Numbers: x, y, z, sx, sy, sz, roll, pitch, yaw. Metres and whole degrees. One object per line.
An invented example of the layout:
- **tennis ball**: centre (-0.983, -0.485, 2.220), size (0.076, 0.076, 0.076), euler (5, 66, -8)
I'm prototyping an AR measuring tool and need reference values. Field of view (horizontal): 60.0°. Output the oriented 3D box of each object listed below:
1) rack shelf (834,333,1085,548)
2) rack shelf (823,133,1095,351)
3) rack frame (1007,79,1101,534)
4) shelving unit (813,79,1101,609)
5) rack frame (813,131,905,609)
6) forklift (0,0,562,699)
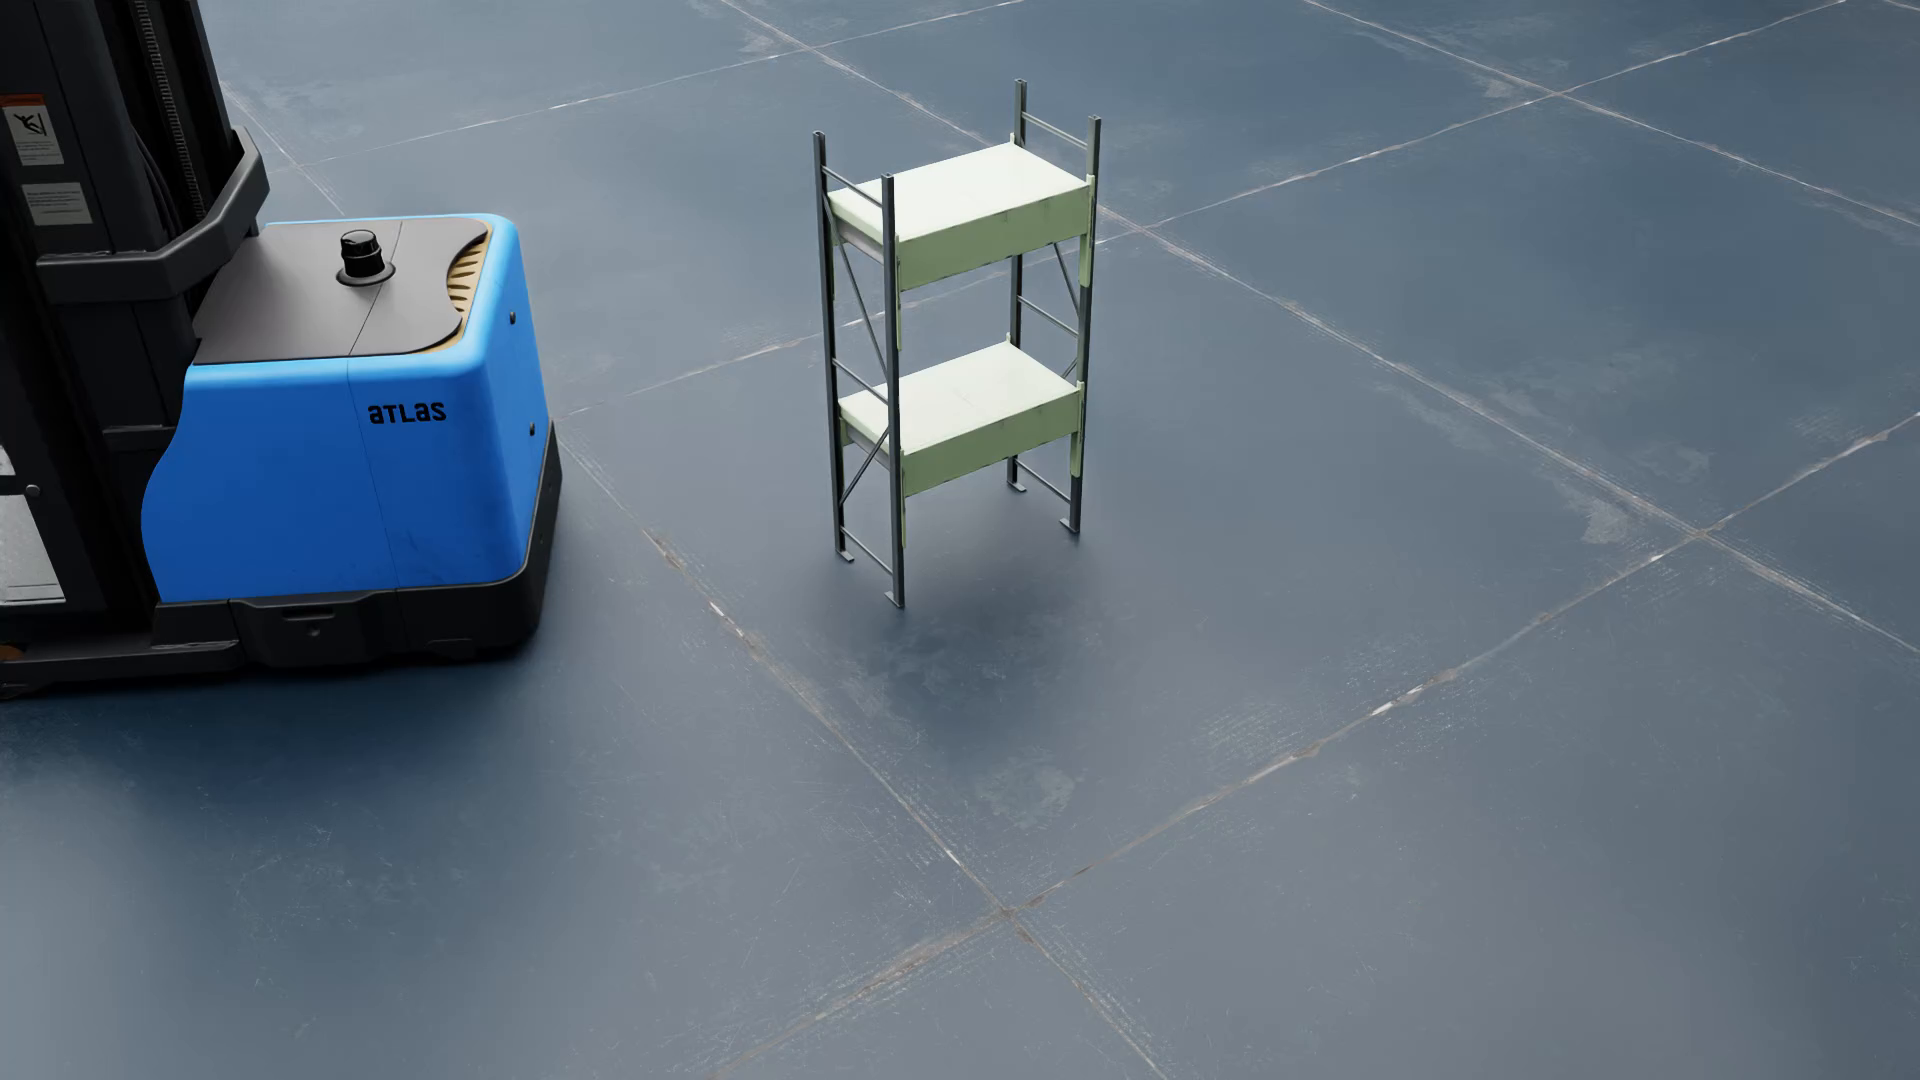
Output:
- **rack shelf**: centre (-0.005, -0.342, 5.499), size (0.720, 0.370, 0.431), euler (-22, 41, -28)
- **rack shelf**: centre (-0.005, -0.923, 5.081), size (0.720, 0.370, 0.431), euler (-22, 41, -28)
- **rack frame**: centre (0.294, -0.730, 5.480), size (0.023, 1.500, 0.400), euler (-22, 41, -28)
- **shelving unit**: centre (-0.005, -0.607, 5.309), size (0.755, 1.500, 0.431), euler (-22, 41, -28)
- **rack frame**: centre (-0.305, -0.484, 5.138), size (0.023, 1.500, 0.400), euler (-22, 41, -28)
- **forklift**: centre (-2.882, -1.019, 4.656), size (3.031, 2.935, 1.130), euler (-4, 36, -5)
